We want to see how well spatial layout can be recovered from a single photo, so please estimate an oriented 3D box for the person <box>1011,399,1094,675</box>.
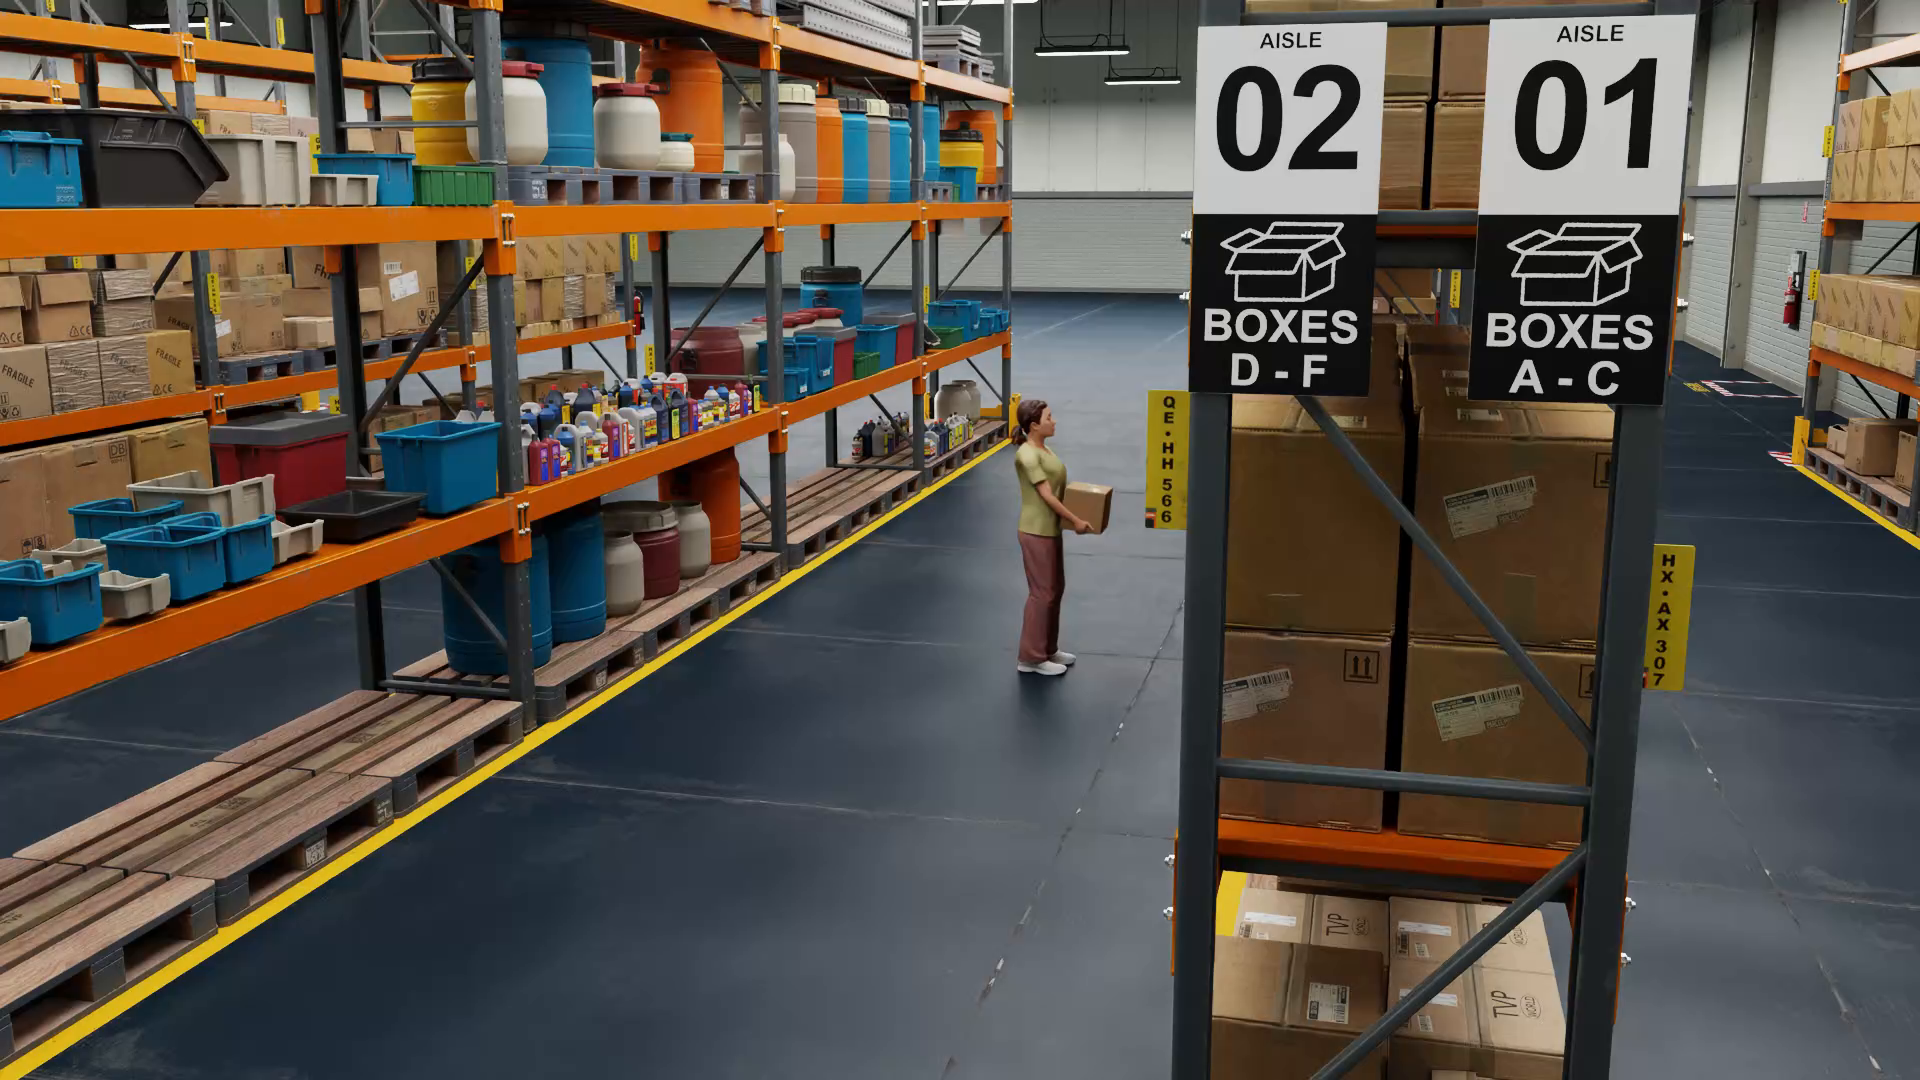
[{"bbox_3d":[0.565,-0.020,10.099,0.553,1.656,0.425,3,12,15],"label":"person"}]
